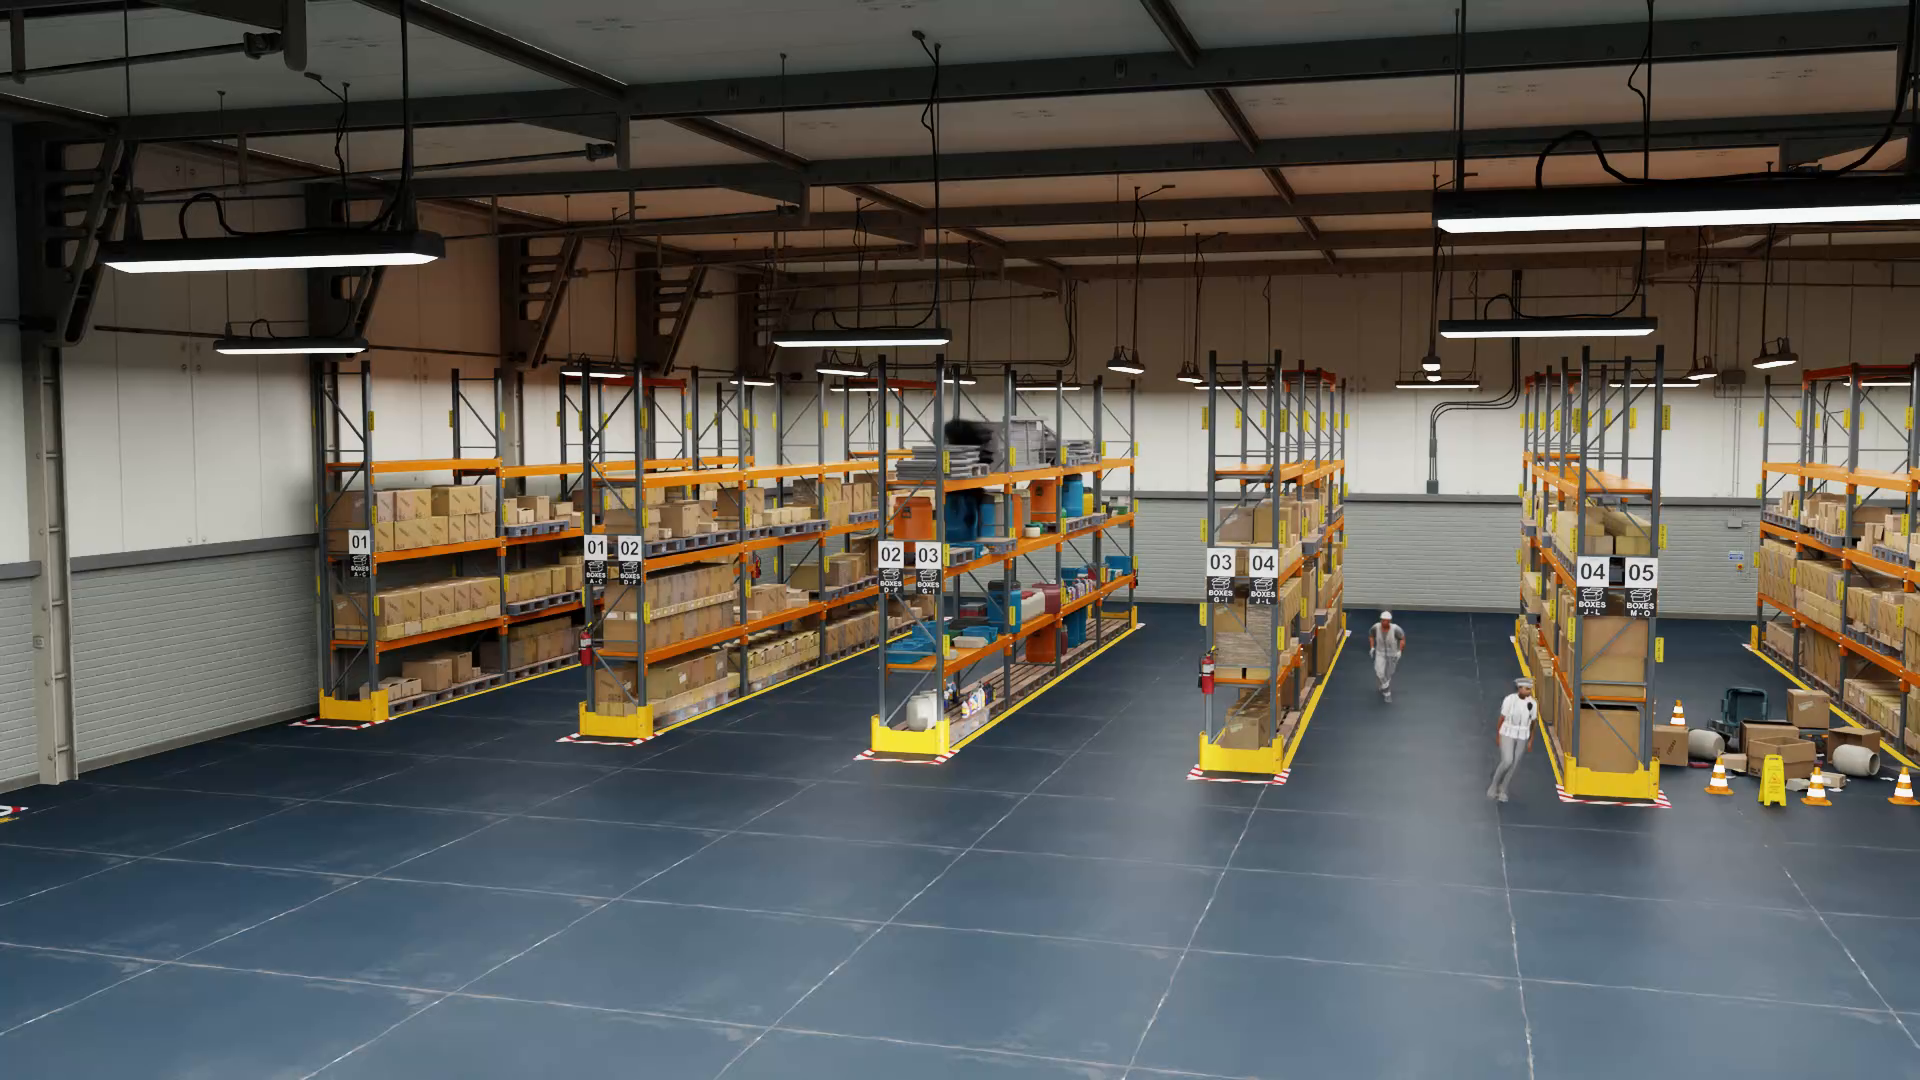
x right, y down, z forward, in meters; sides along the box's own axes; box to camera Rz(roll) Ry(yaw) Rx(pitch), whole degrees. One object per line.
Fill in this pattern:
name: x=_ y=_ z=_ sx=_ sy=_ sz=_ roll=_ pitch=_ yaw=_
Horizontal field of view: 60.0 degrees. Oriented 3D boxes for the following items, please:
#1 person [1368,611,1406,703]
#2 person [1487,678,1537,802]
person: x=7.649 y=2.071 z=29.809 sx=0.649 sy=1.674 sz=1.025 roll=1 pitch=4 yaw=17
person: x=7.247 y=2.616 z=21.803 sx=0.611 sy=1.654 sz=0.487 roll=0 pitch=4 yaw=-2
